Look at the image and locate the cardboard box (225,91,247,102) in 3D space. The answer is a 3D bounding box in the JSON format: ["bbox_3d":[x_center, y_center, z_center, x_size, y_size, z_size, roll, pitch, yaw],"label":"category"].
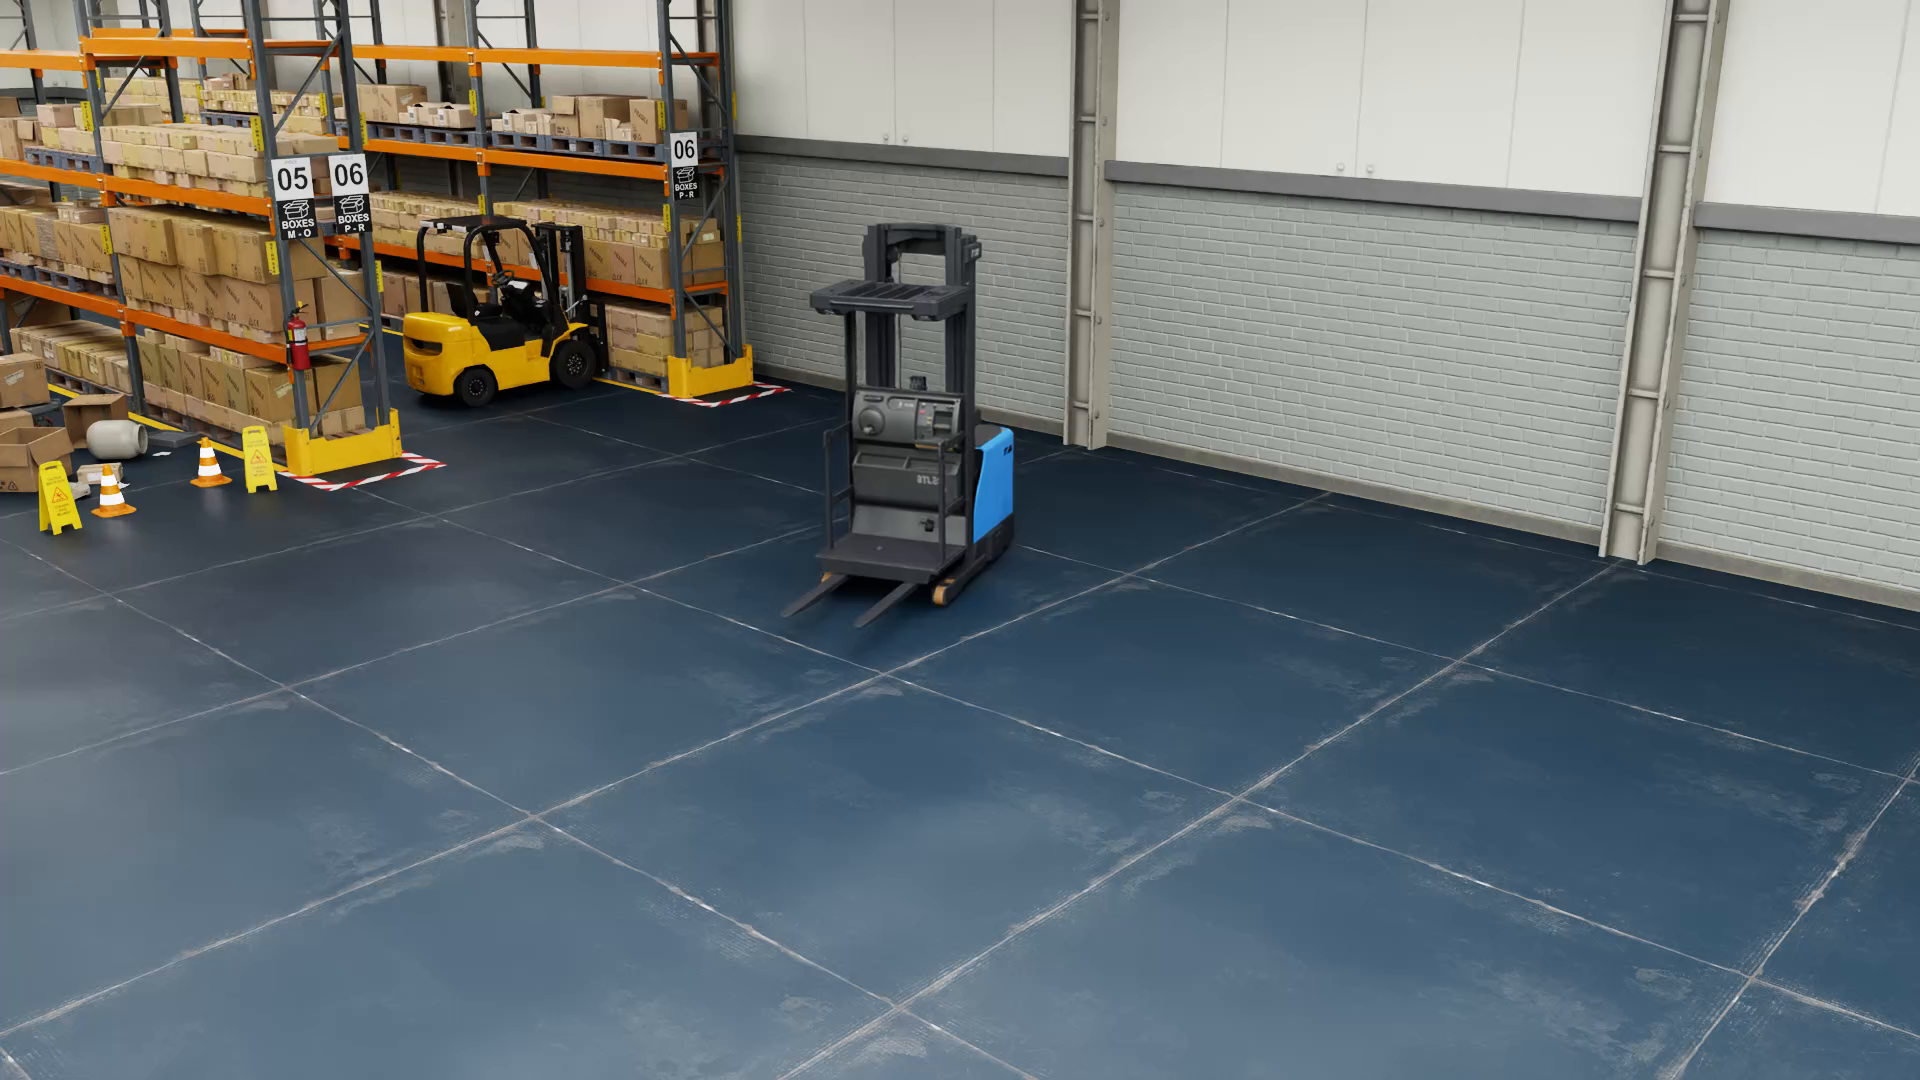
[{"bbox_3d":[-11.597,-7.157,26.811,0.250,0.149,0.380,15,23,38],"label":"cardboard box"}]

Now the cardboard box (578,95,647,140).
[{"bbox_3d":[-4.365,-5.338,20.990,0.500,0.500,0.700,15,23,40],"label":"cardboard box"}]

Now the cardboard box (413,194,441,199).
[{"bbox_3d":[-7.981,-5.098,24.979,0.250,0.149,0.380,15,23,39],"label":"cardboard box"}]

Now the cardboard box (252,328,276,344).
[{"bbox_3d":[-7.149,-2.160,17.375,0.250,0.149,0.380,15,23,39],"label":"cardboard box"}]

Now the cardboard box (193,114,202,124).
[{"bbox_3d":[-12.613,-7.076,27.905,0.250,0.149,0.380,15,23,39],"label":"cardboard box"}]

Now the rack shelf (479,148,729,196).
[{"bbox_3d":[-4.668,-4.840,21.633,4.000,0.370,1.077,15,23,39],"label":"rack shelf"}]

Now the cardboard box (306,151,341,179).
[{"bbox_3d":[-6.663,-3.889,17.203,0.500,0.250,0.500,15,23,38],"label":"cardboard box"}]

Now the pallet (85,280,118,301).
[{"bbox_3d":[-9.931,-3.125,20.318,1.213,0.211,1.003,15,23,39],"label":"pallet"}]

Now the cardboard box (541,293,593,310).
[{"bbox_3d":[-5.255,-3.150,22.277,0.500,0.250,0.500,16,24,41],"label":"cardboard box"}]

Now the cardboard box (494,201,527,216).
[{"bbox_3d":[-6.123,-4.522,22.672,0.250,0.149,0.380,16,23,40],"label":"cardboard box"}]

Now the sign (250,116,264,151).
[{"bbox_3d":[-6.848,-3.958,16.201,0.005,0.325,0.100,15,23,39],"label":"sign"}]

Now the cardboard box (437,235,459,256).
[{"bbox_3d":[-7.094,-4.225,23.712,0.500,0.250,0.500,15,23,39],"label":"cardboard box"}]

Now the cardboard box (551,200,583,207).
[{"bbox_3d":[-5.358,-4.547,22.752,0.250,0.149,0.380,15,23,39],"label":"cardboard box"}]

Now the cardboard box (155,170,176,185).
[{"bbox_3d":[-8.480,-3.944,18.036,0.250,0.149,0.380,14,23,38],"label":"cardboard box"}]

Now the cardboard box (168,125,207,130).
[{"bbox_3d":[-8.693,-4.599,18.783,0.250,0.149,0.380,16,23,41],"label":"cardboard box"}]

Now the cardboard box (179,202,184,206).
[{"bbox_3d":[-13.361,-5.846,28.987,0.250,0.149,0.380,15,23,38],"label":"cardboard box"}]

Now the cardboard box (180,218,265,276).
[{"bbox_3d":[-7.815,-3.129,17.702,0.500,0.500,0.700,15,23,39],"label":"cardboard box"}]

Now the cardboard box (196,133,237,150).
[{"bbox_3d":[-7.796,-4.198,17.519,0.250,0.149,0.380,14,22,38],"label":"cardboard box"}]

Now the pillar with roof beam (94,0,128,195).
[{"bbox_3d":[-19.415,-9.194,29.207,0.400,9.000,9.100,15,23,39],"label":"pillar with roof beam"}]

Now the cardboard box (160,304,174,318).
[{"bbox_3d":[-8.829,-2.632,18.862,0.250,0.149,0.380,16,24,41],"label":"cardboard box"}]

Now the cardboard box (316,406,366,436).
[{"bbox_3d":[-6.884,-1.342,18.231,0.500,0.250,0.500,15,23,39],"label":"cardboard box"}]

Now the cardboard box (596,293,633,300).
[{"bbox_3d":[-4.528,-3.163,22.319,0.500,0.250,0.500,14,23,38],"label":"cardboard box"}]

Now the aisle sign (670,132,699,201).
[{"bbox_3d":[-3.318,-4.511,20.068,0.004,0.787,0.394,15,23,39],"label":"aisle sign"}]

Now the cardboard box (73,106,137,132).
[{"bbox_3d":[-9.974,-4.915,19.408,0.500,0.250,0.500,16,23,40],"label":"cardboard box"}]

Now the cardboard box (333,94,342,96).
[{"bbox_3d":[-9.603,-6.891,26.003,0.250,0.149,0.380,15,23,39],"label":"cardboard box"}]

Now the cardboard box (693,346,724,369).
[{"bbox_3d":[-3.410,-2.384,21.515,0.500,0.250,0.500,15,23,39],"label":"cardboard box"}]

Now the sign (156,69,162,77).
[{"bbox_3d":[-14.756,-8.537,30.630,0.005,0.325,0.100,15,23,39],"label":"sign"}]

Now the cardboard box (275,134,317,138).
[{"bbox_3d":[-6.940,-4.146,17.356,0.250,0.149,0.380,15,23,39],"label":"cardboard box"}]

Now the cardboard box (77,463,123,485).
[{"bbox_3d":[-8.785,-0.675,16.991,0.380,0.149,0.250,-6,18,-18],"label":"cardboard box"}]

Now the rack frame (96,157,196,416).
[{"bbox_3d":[-9.456,-3.031,19.702,0.127,3.000,1.000,15,23,39],"label":"rack frame"}]

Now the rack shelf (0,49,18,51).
[{"bbox_3d":[-13.944,-6.654,22.730,3.809,0.124,0.919,15,23,39],"label":"rack shelf"}]

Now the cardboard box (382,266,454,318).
[{"bbox_3d":[-8.204,-3.768,25.257,0.625,0.625,0.875,16,24,41],"label":"cardboard box"}]

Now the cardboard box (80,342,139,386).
[{"bbox_3d":[-10.390,-2.227,20.819,0.950,0.372,0.625,-17,24,-42],"label":"cardboard box"}]

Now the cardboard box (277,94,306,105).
[{"bbox_3d":[-10.390,-6.860,25.907,0.250,0.149,0.380,14,23,38],"label":"cardboard box"}]

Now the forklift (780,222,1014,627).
[{"bbox_3d":[-0.512,-1.004,13.429,1.130,2.935,3.031,7,19,20],"label":"forklift"}]

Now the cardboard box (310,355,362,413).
[{"bbox_3d":[-6.902,-1.704,18.132,0.500,0.500,0.500,14,22,37],"label":"cardboard box"}]

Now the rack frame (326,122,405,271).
[{"bbox_3d":[-9.156,-4.957,25.774,0.127,3.000,1.000,15,23,39],"label":"rack frame"}]

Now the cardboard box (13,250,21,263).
[{"bbox_3d":[-11.965,-3.677,21.460,0.250,0.149,0.380,13,22,36],"label":"cardboard box"}]

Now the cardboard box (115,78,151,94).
[{"bbox_3d":[-14.606,-8.050,29.488,0.500,0.250,0.500,15,23,39],"label":"cardboard box"}]

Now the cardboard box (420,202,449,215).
[{"bbox_3d":[-7.542,-4.779,23.975,0.250,0.149,0.380,15,23,40],"label":"cardboard box"}]

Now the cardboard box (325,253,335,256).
[{"bbox_3d":[-10.253,-4.491,26.670,0.250,0.149,0.380,16,24,41],"label":"cardboard box"}]

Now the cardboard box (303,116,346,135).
[{"bbox_3d":[-9.701,-6.364,25.494,0.500,0.250,0.500,14,22,37],"label":"cardboard box"}]

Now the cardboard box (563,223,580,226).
[{"bbox_3d":[-4.957,-4.073,21.748,0.250,0.149,0.380,14,23,38],"label":"cardboard box"}]

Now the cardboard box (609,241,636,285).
[{"bbox_3d":[-4.097,-3.545,21.156,0.500,0.500,0.500,16,24,41],"label":"cardboard box"}]

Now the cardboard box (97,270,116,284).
[{"bbox_3d":[-10.024,-3.152,19.805,0.250,0.149,0.380,15,23,40],"label":"cardboard box"}]

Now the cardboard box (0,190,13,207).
[{"bbox_3d":[-13.008,-4.403,22.207,0.500,0.500,0.500,14,23,38],"label":"cardboard box"}]

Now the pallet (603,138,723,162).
[{"bbox_3d":[-3.684,-4.887,20.738,1.213,0.211,1.003,15,23,39],"label":"pallet"}]

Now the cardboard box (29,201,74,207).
[{"bbox_3d":[-11.923,-4.195,22.020,0.500,0.500,0.500,14,22,38],"label":"cardboard box"}]

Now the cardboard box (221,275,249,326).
[{"bbox_3d":[-7.425,-2.565,17.578,0.500,0.500,0.500,15,23,39],"label":"cardboard box"}]

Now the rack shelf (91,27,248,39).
[{"bbox_3d":[-13.644,-8.677,28.772,4.000,0.370,1.077,15,23,39],"label":"rack shelf"}]

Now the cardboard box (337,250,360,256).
[{"bbox_3d":[-9.901,-4.617,27.068,0.250,0.149,0.380,14,22,37],"label":"cardboard box"}]

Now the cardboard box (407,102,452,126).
[{"bbox_3d":[-7.441,-6.034,23.494,0.500,0.311,0.500,14,22,37],"label":"cardboard box"}]

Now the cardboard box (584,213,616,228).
[{"bbox_3d":[-4.601,-4.108,21.367,0.250,0.149,0.380,16,23,40],"label":"cardboard box"}]

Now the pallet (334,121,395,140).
[{"bbox_3d":[-8.589,-6.181,24.983,1.003,0.211,1.213,16,24,42],"label":"pallet"}]

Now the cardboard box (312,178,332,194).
[{"bbox_3d":[-6.497,-3.677,17.197,0.250,0.149,0.380,15,23,39],"label":"cardboard box"}]
